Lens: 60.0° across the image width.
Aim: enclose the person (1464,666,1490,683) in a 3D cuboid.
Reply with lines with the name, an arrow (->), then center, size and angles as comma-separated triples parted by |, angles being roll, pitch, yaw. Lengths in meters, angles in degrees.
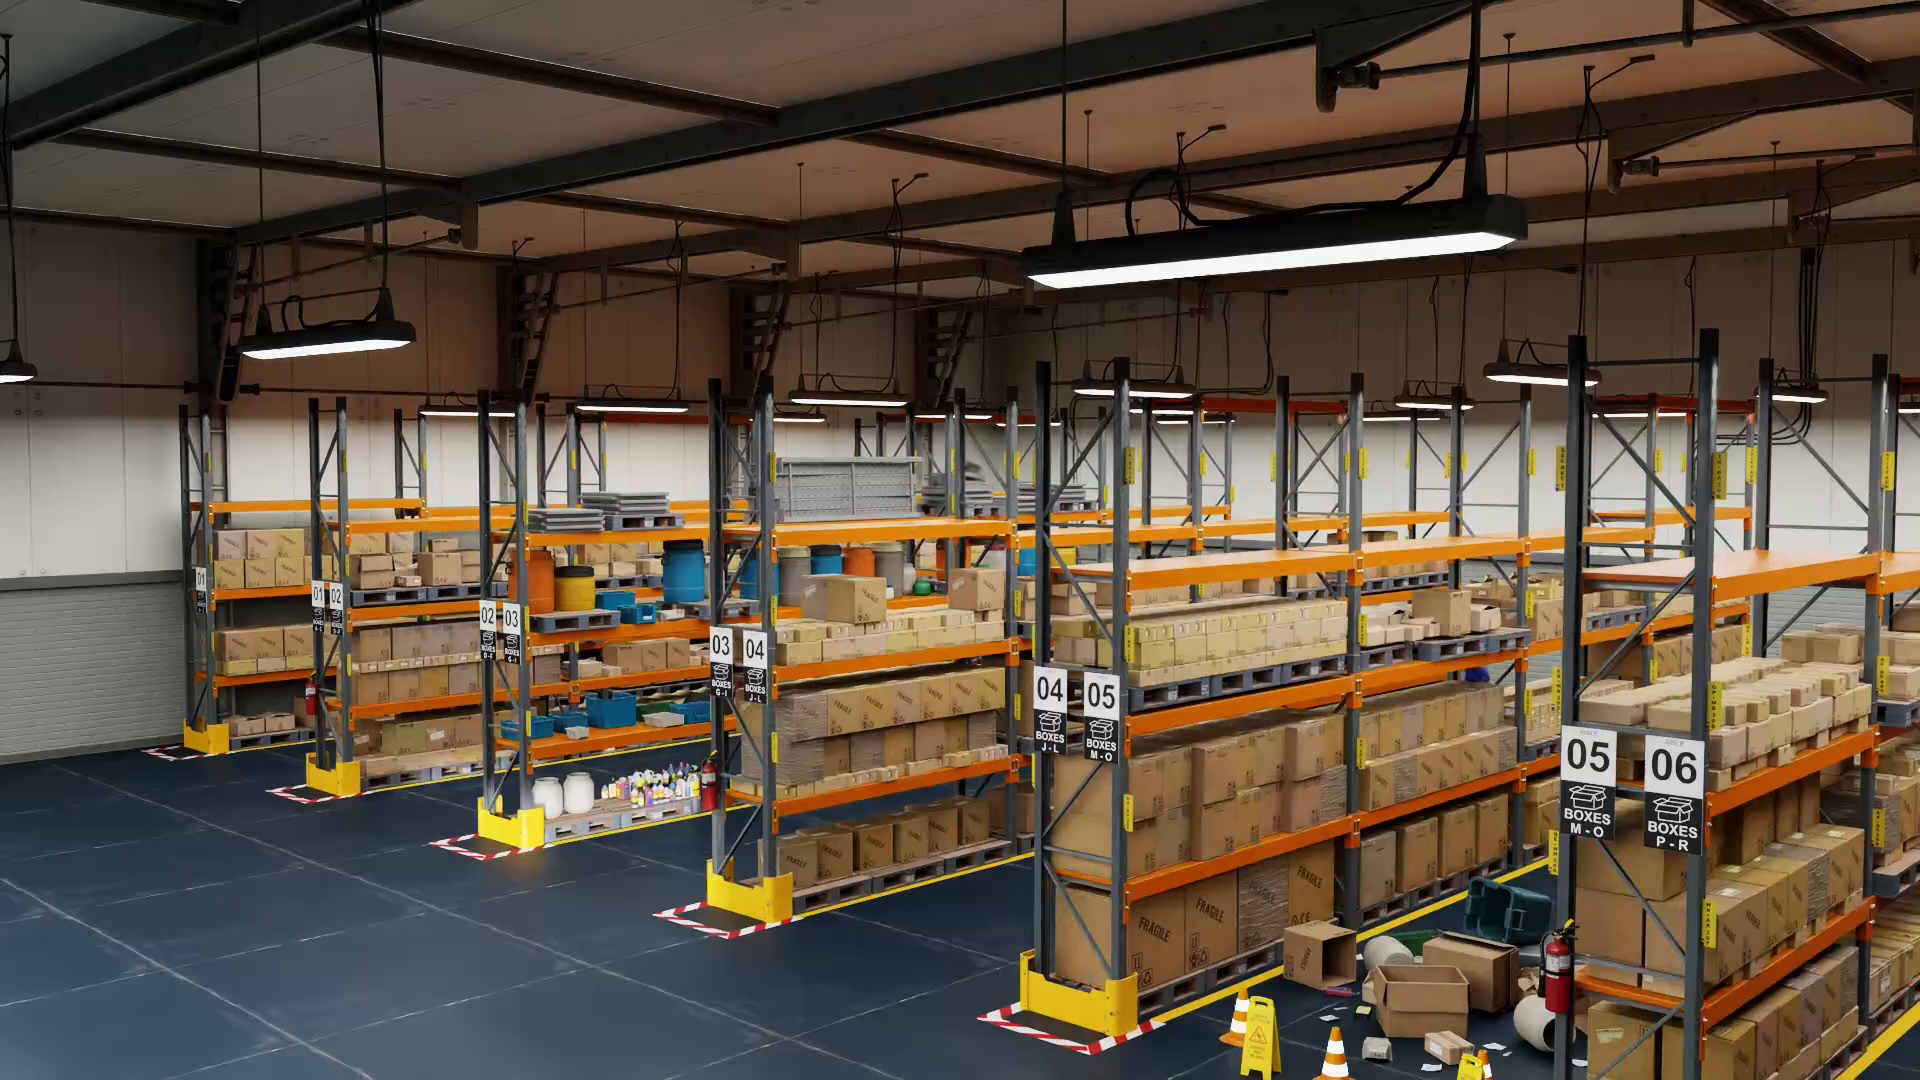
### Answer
person -> 9.548, 2.833, 31.072 | 0.572, 1.441, 1.111 | 0, 3, 5
